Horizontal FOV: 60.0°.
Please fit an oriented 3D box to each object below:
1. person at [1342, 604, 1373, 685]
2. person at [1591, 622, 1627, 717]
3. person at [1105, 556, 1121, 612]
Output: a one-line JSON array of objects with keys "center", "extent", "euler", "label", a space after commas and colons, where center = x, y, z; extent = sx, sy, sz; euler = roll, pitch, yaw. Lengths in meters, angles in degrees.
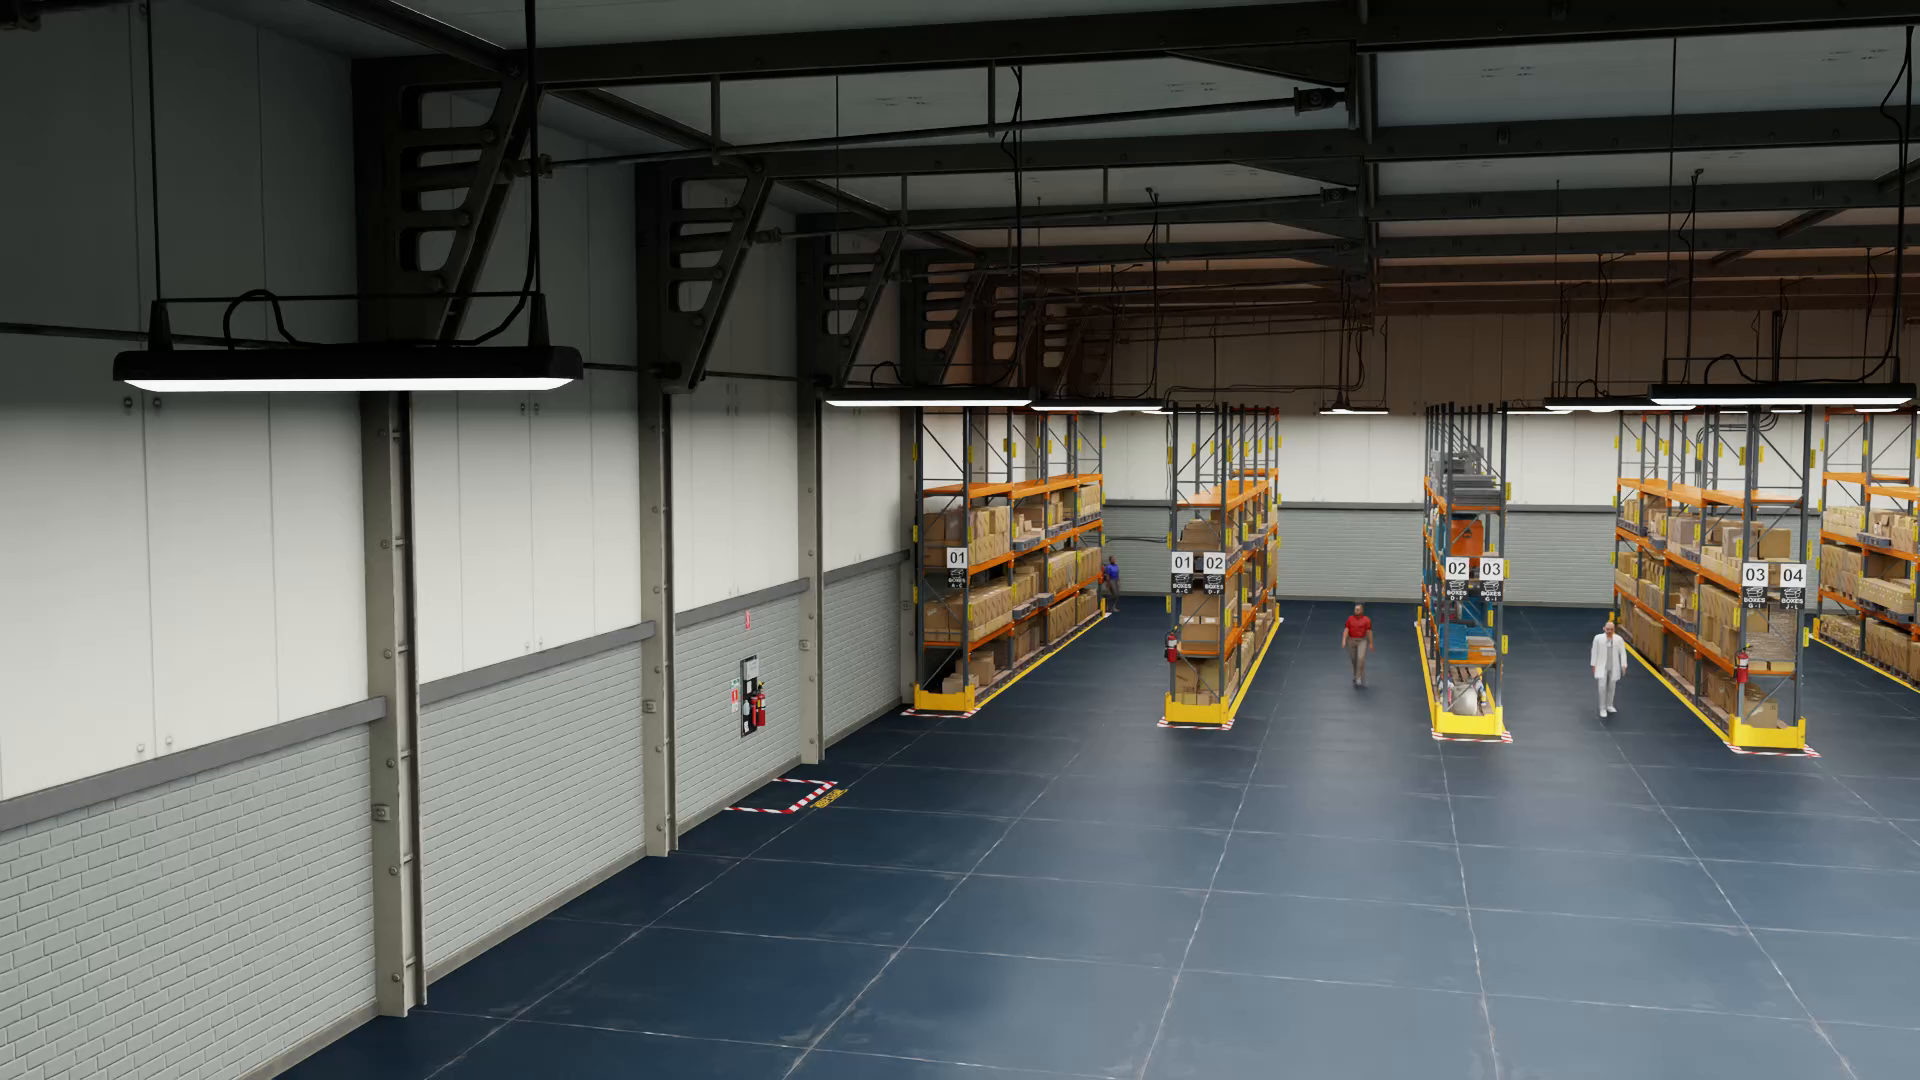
[{"center": [8.520, 2.222, 35.737], "extent": [0.610, 1.666, 1.007], "euler": [2, 5, 31], "label": "person"}, {"center": [12.511, 2.485, 32.058], "extent": [0.632, 1.825, 0.665], "euler": [1, 4, 13], "label": "person"}, {"center": [4.492, 1.285, 48.809], "extent": [0.462, 1.653, 0.462], "euler": [3, 5, 36], "label": "person"}]
